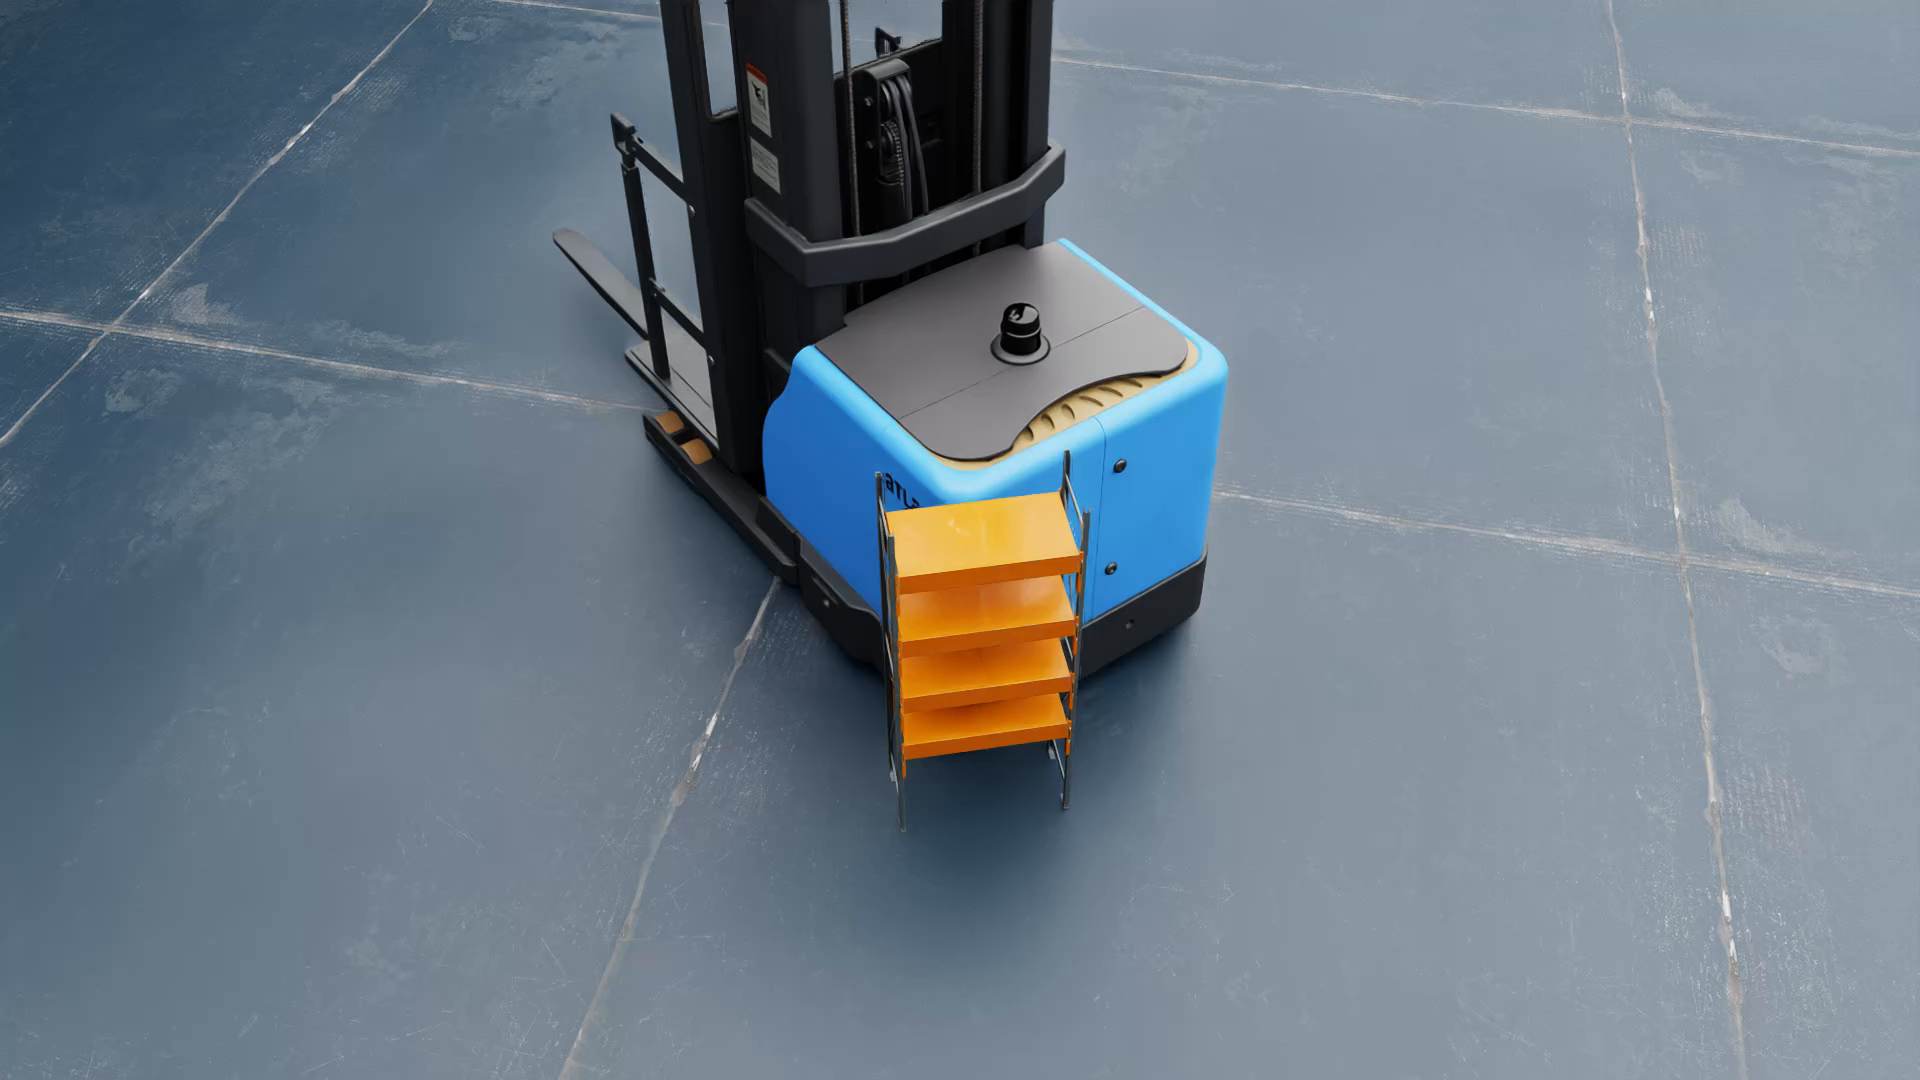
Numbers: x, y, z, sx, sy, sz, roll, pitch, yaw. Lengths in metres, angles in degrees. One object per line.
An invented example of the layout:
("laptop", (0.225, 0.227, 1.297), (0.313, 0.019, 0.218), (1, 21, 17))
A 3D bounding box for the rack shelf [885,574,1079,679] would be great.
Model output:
("rack shelf", (0.054, 0.199, 4.452), (0.480, 0.148, 0.258), (-7, 44, -7))

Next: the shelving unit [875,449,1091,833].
("shelving unit", (0.054, 0.312, 4.561), (0.503, 1.200, 0.258), (-7, 44, -7))

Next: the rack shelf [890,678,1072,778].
("rack shelf", (0.054, 0.503, 4.745), (0.480, 0.148, 0.258), (-7, 44, -7))

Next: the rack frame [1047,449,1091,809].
("rack frame", (0.294, 0.282, 4.592), (0.015, 1.200, 0.240), (-7, 44, -7))

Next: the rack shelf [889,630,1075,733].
("rack shelf", (0.054, 0.360, 4.608), (0.480, 0.148, 0.258), (-7, 44, -7))

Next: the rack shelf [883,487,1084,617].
("rack shelf", (0.054, 0.029, 4.288), (0.480, 0.148, 0.258), (-7, 44, -7))

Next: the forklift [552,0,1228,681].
("forklift", (-0.488, -1.431, 5.123), (1.130, 2.935, 3.031), (-27, 50, -25))

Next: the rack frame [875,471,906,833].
("rack frame", (-0.187, 0.341, 4.530), (0.015, 1.200, 0.240), (-7, 44, -7))
